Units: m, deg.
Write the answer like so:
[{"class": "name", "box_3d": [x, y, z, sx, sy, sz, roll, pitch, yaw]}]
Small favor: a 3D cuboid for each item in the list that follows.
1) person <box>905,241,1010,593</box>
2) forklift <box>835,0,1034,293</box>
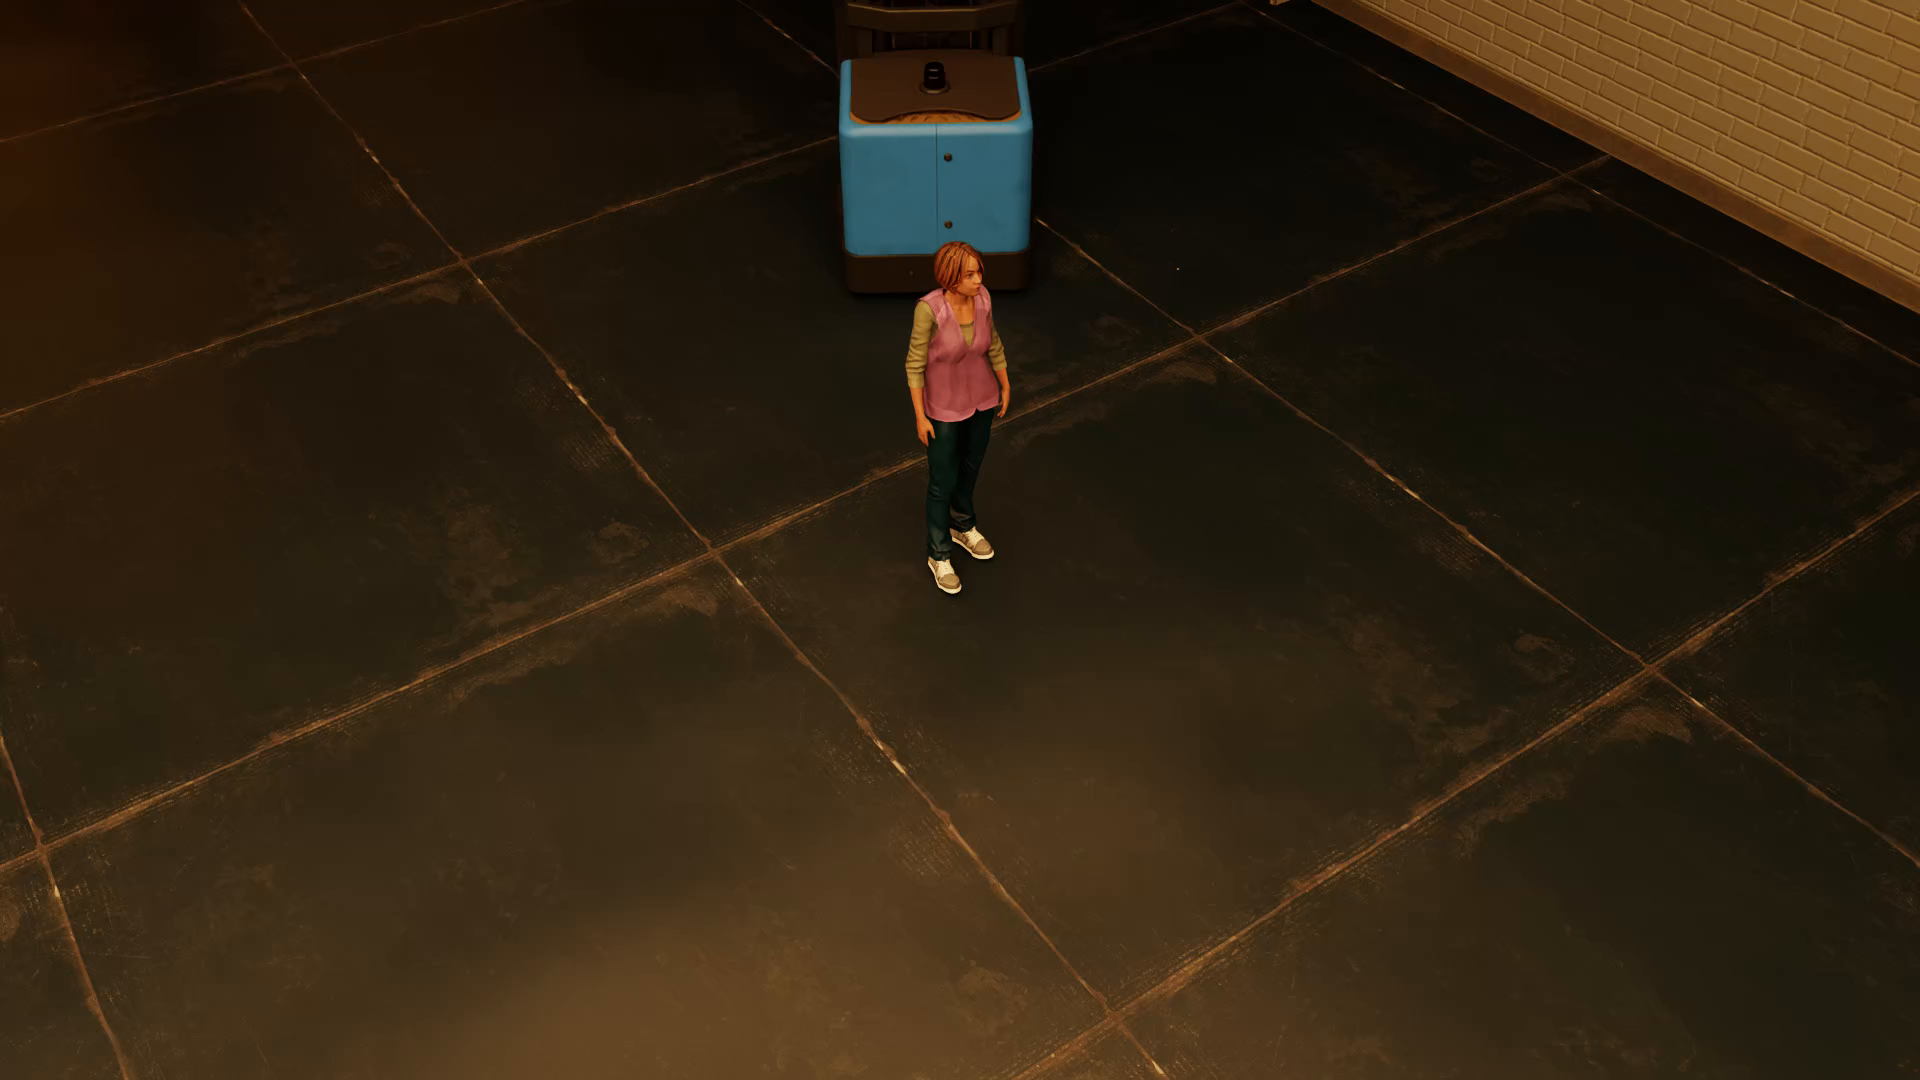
[{"class": "person", "box_3d": [0.032, -0.543, 7.284, 0.521, 1.592, 0.473, -25, 48, -25]}, {"class": "forklift", "box_3d": [-0.179, -3.436, 9.444, 1.130, 2.935, 3.031, -2, 43, -2]}]
